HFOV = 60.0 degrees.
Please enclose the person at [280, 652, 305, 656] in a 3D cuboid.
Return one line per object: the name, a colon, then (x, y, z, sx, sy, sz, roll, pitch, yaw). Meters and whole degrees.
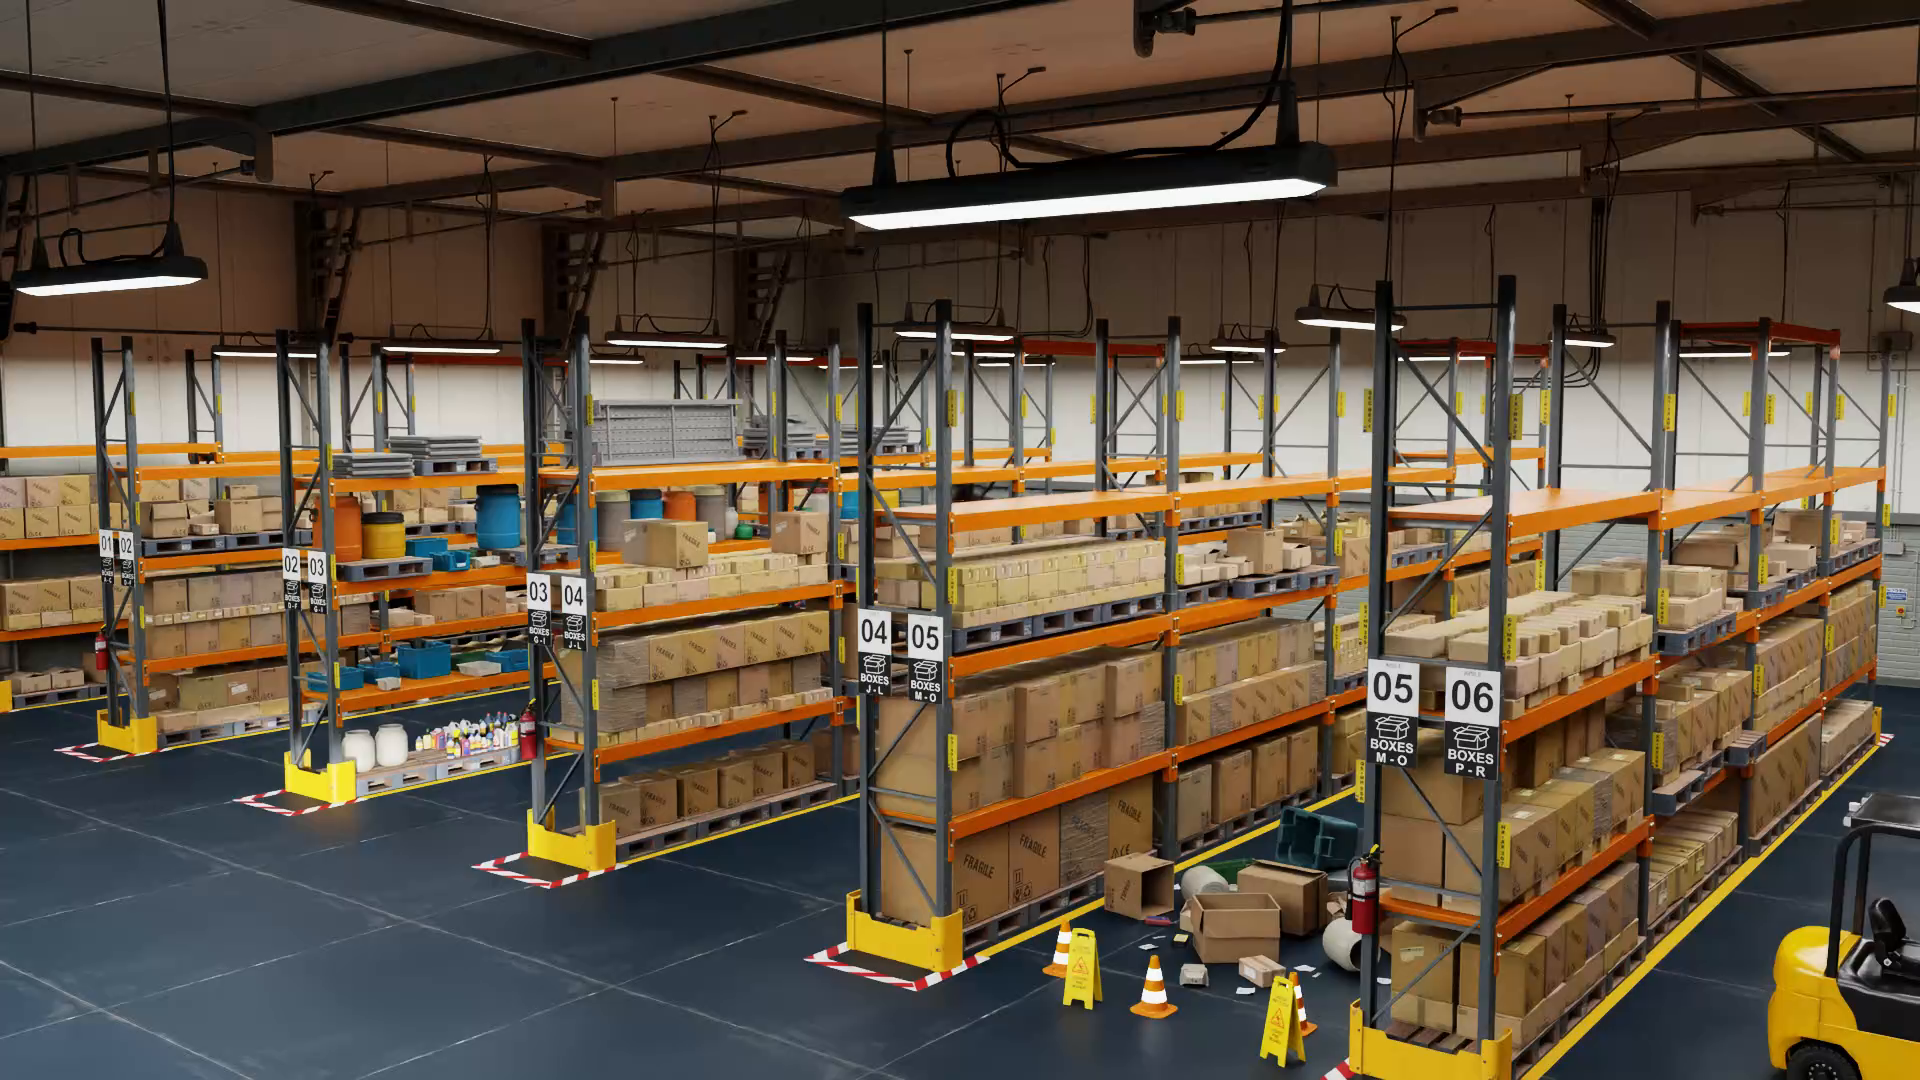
person: (-11.862, 1.765, 29.442, 0.662, 1.757, 0.503, -4, 6, -36)
